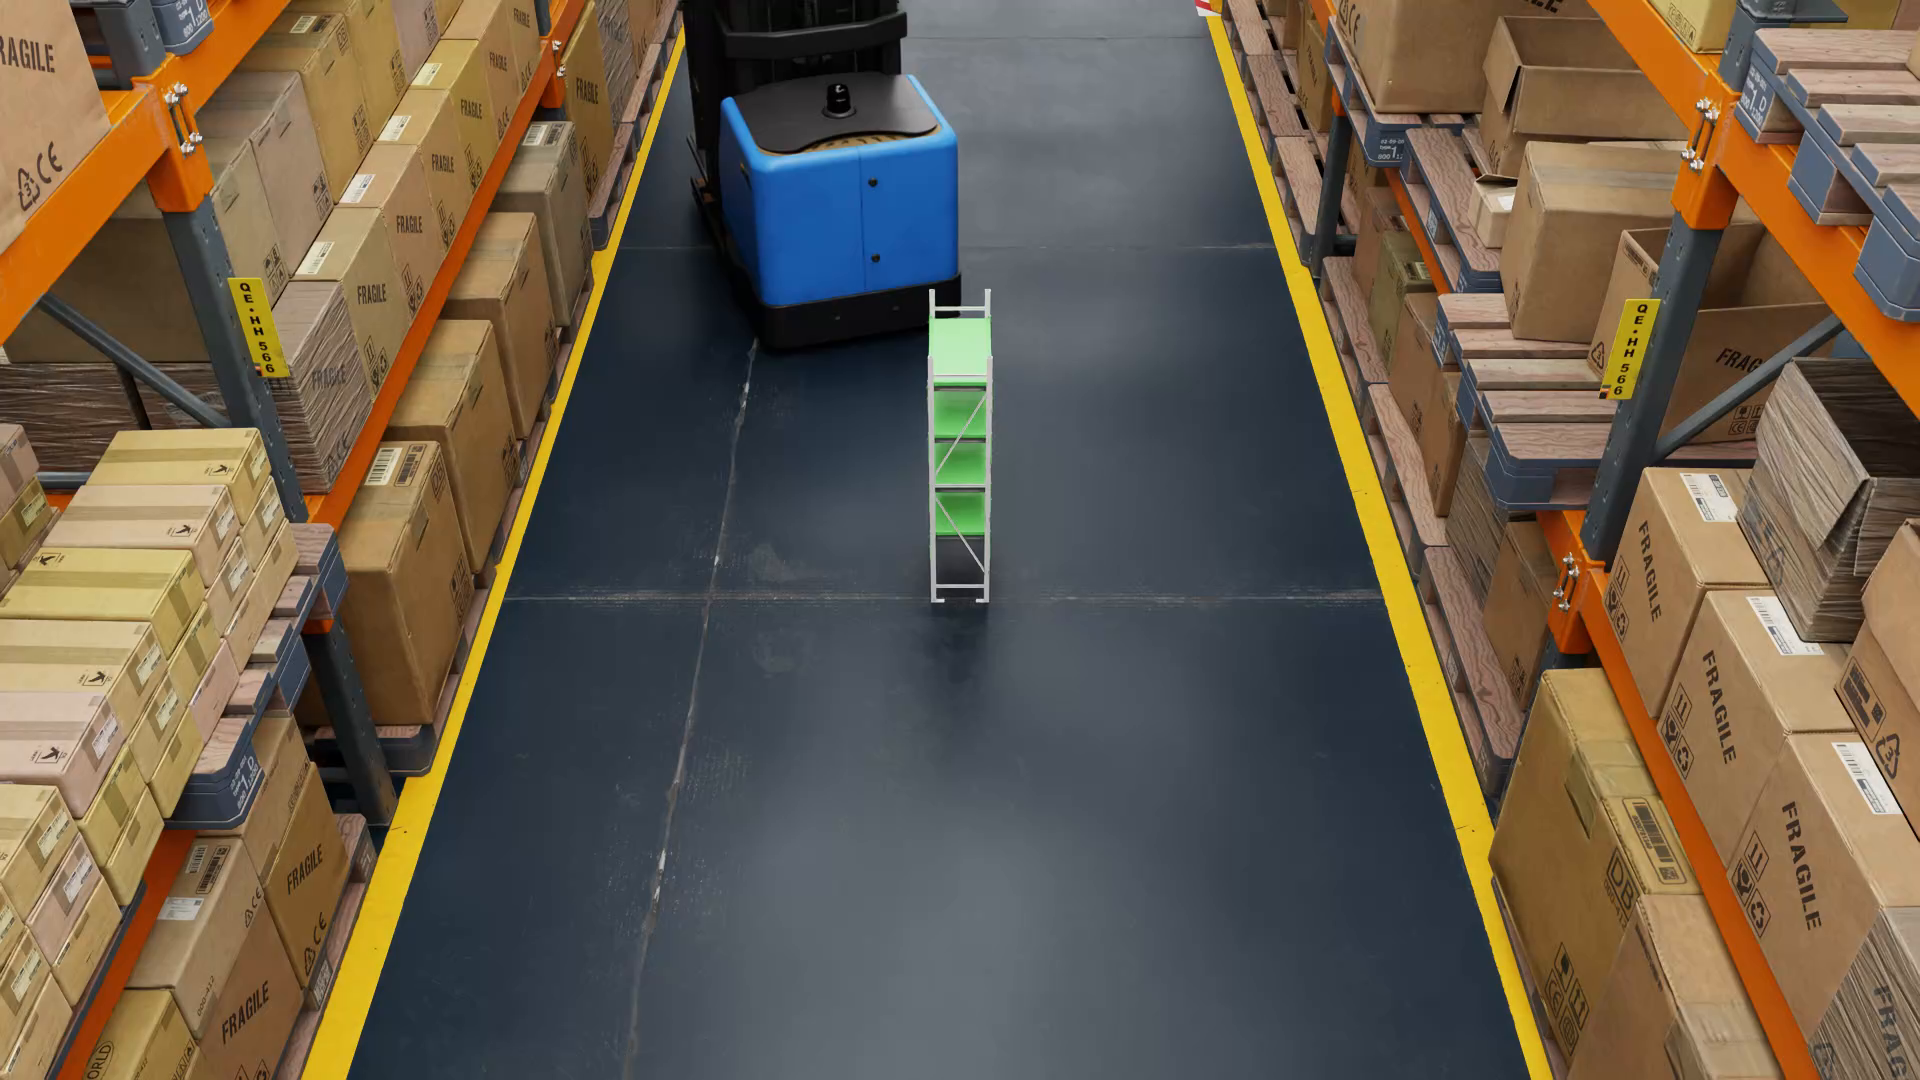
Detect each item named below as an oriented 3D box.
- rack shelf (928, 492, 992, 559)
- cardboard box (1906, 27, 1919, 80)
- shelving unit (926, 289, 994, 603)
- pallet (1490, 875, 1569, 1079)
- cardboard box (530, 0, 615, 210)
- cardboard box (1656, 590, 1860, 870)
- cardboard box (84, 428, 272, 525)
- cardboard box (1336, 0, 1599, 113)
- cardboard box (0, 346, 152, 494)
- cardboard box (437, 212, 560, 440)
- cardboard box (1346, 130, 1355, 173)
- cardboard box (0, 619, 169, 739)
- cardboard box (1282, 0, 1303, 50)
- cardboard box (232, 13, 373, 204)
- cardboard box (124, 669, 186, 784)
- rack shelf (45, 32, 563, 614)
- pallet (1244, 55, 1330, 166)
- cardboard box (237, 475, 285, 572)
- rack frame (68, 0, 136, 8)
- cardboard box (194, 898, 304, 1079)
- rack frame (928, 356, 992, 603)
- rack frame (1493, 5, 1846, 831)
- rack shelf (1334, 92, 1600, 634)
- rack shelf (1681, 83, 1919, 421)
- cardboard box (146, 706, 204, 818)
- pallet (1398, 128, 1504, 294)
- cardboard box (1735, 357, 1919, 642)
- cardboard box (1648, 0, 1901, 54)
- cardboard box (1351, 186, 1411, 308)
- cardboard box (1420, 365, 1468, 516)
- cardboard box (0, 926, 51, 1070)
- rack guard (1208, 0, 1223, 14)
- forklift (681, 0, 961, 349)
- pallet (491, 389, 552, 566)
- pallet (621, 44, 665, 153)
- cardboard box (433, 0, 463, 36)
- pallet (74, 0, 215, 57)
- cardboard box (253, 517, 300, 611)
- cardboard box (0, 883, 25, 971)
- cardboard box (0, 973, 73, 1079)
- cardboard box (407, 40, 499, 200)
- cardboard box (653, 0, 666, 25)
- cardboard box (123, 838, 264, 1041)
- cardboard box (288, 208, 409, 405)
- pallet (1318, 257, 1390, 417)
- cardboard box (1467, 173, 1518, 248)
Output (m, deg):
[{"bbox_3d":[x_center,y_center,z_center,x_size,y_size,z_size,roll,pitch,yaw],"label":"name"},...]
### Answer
[{"bbox_3d":[0.000,-0.128,6.936,0.258,0.148,0.480,0,39,0],"label":"rack shelf"},{"bbox_3d":[2.489,-1.109,3.418,0.797,0.503,0.637,2,39,3],"label":"cardboard box"},{"bbox_3d":[0.000,-0.365,6.746,0.258,1.200,0.503,0,39,0],"label":"shelving unit"},{"bbox_3d":[2.342,1.465,5.253,1.003,0.211,1.213,0,39,0],"label":"pallet"},{"bbox_3d":[-2.479,-2.405,9.216,0.875,0.875,0.875,1,39,1],"label":"cardboard box"},{"bbox_3d":[2.148,0.472,4.183,0.500,0.500,0.500,-1,39,-1],"label":"cardboard box"},{"bbox_3d":[-2.085,-0.167,4.450,0.380,0.149,0.250,-1,39,-2],"label":"cardboard box"},{"bbox_3d":[2.273,-2.518,7.178,1.000,1.000,1.000,0,39,0],"label":"cardboard box"},{"bbox_3d":[-2.813,-0.496,5.390,0.500,0.500,0.500,0,39,0],"label":"cardboard box"},{"bbox_3d":[-2.460,-0.972,7.527,1.050,0.750,0.750,0,39,0],"label":"cardboard box"},{"bbox_3d":[2.443,-2.414,9.527,0.500,0.500,0.500,12,40,14],"label":"cardboard box"},{"bbox_3d":[-2.082,0.320,3.841,0.380,0.149,0.250,1,39,1],"label":"cardboard box"},{"bbox_3d":[2.426,-3.543,10.935,0.500,0.500,0.500,10,40,12],"label":"cardboard box"},{"bbox_3d":[-2.539,-1.523,5.872,0.700,0.500,0.500,-1,39,-1],"label":"cardboard box"},{"bbox_3d":[-2.083,0.439,3.931,0.380,0.149,0.250,0,39,0],"label":"cardboard box"},{"bbox_3d":[-2.546,-1.146,6.856,1.077,0.370,4.000,0,39,0],"label":"rack shelf"},{"bbox_3d":[2.372,-2.714,10.468,1.003,0.211,1.213,0,39,0],"label":"pallet"},{"bbox_3d":[-2.088,-0.049,4.540,0.380,0.149,0.250,1,39,1],"label":"cardboard box"},{"bbox_3d":[-2.544,-2.517,3.194,1.000,3.000,0.127,0,39,0],"label":"rack frame"},{"bbox_3d":[-2.284,1.372,4.802,0.500,0.500,0.500,1,39,2],"label":"cardboard box"},{"bbox_3d":[0.000,-0.212,6.555,0.240,1.200,0.015,0,39,0],"label":"rack frame"},{"bbox_3d":[2.417,-0.116,4.996,1.000,3.000,0.127,0,39,0],"label":"rack frame"},{"bbox_3d":[2.414,-1.086,6.782,1.077,0.370,4.000,0,39,0],"label":"rack shelf"},{"bbox_3d":[2.419,0.245,2.722,1.077,0.370,4.000,0,39,0],"label":"rack shelf"},{"bbox_3d":[-2.087,0.539,4.044,0.380,0.149,0.250,-1,39,-1],"label":"cardboard box"},{"bbox_3d":[2.373,-1.279,6.601,1.003,0.211,1.213,0,39,0],"label":"pallet"},{"bbox_3d":[2.401,-0.089,4.081,0.797,0.503,0.637,1,39,1],"label":"cardboard box"},{"bbox_3d":[2.171,-1.525,4.476,0.500,0.250,0.500,0,39,0],"label":"cardboard box"},{"bbox_3d":[2.391,-1.430,8.282,0.700,0.500,0.500,-3,39,-4],"label":"cardboard box"},{"bbox_3d":[2.375,-0.433,7.038,0.700,0.500,0.500,3,39,4],"label":"cardboard box"},{"bbox_3d":[-2.083,0.919,3.332,0.380,0.149,0.250,-1,39,-1],"label":"cardboard box"},{"bbox_3d":[2.407,-4.096,11.961,1.175,0.500,0.348,0,39,0],"label":"rack guard"},{"bbox_3d":[-0.924,-3.031,8.688,1.130,2.935,3.031,-11,40,-14],"label":"forklift"},{"bbox_3d":[-2.468,-0.342,7.507,1.003,0.211,1.213,0,39,0],"label":"pallet"},{"bbox_3d":[-2.475,-2.829,10.612,1.003,0.211,1.213,0,39,0],"label":"pallet"},{"bbox_3d":[-2.539,-2.474,7.059,0.700,0.500,0.500,-1,39,-1],"label":"cardboard box"},{"bbox_3d":[-2.597,-1.675,4.694,1.213,0.211,1.003,2,39,2],"label":"pallet"},{"bbox_3d":[-2.083,0.067,4.633,0.380,0.149,0.250,1,39,1],"label":"cardboard box"},{"bbox_3d":[-2.086,0.804,3.237,0.380,0.149,0.250,1,39,1],"label":"cardboard box"},{"bbox_3d":[-2.083,1.039,3.420,0.380,0.149,0.250,-2,39,-2],"label":"cardboard box"},{"bbox_3d":[-2.279,-1.758,6.965,0.500,0.500,0.500,0,39,0],"label":"cardboard box"},{"bbox_3d":[-2.486,-4.089,11.317,0.875,0.875,0.875,0,39,0],"label":"cardboard box"},{"bbox_3d":[-2.269,1.087,4.559,0.500,0.250,0.500,0,39,1],"label":"cardboard box"},{"bbox_3d":[-2.277,-0.814,5.787,0.500,0.500,0.500,0,39,0],"label":"cardboard box"},{"bbox_3d":[2.414,-1.042,8.382,1.003,0.211,1.213,0,39,0],"label":"pallet"},{"bbox_3d":[2.145,-1.270,6.208,0.396,0.266,0.258,-1,39,-1],"label":"cardboard box"}]
